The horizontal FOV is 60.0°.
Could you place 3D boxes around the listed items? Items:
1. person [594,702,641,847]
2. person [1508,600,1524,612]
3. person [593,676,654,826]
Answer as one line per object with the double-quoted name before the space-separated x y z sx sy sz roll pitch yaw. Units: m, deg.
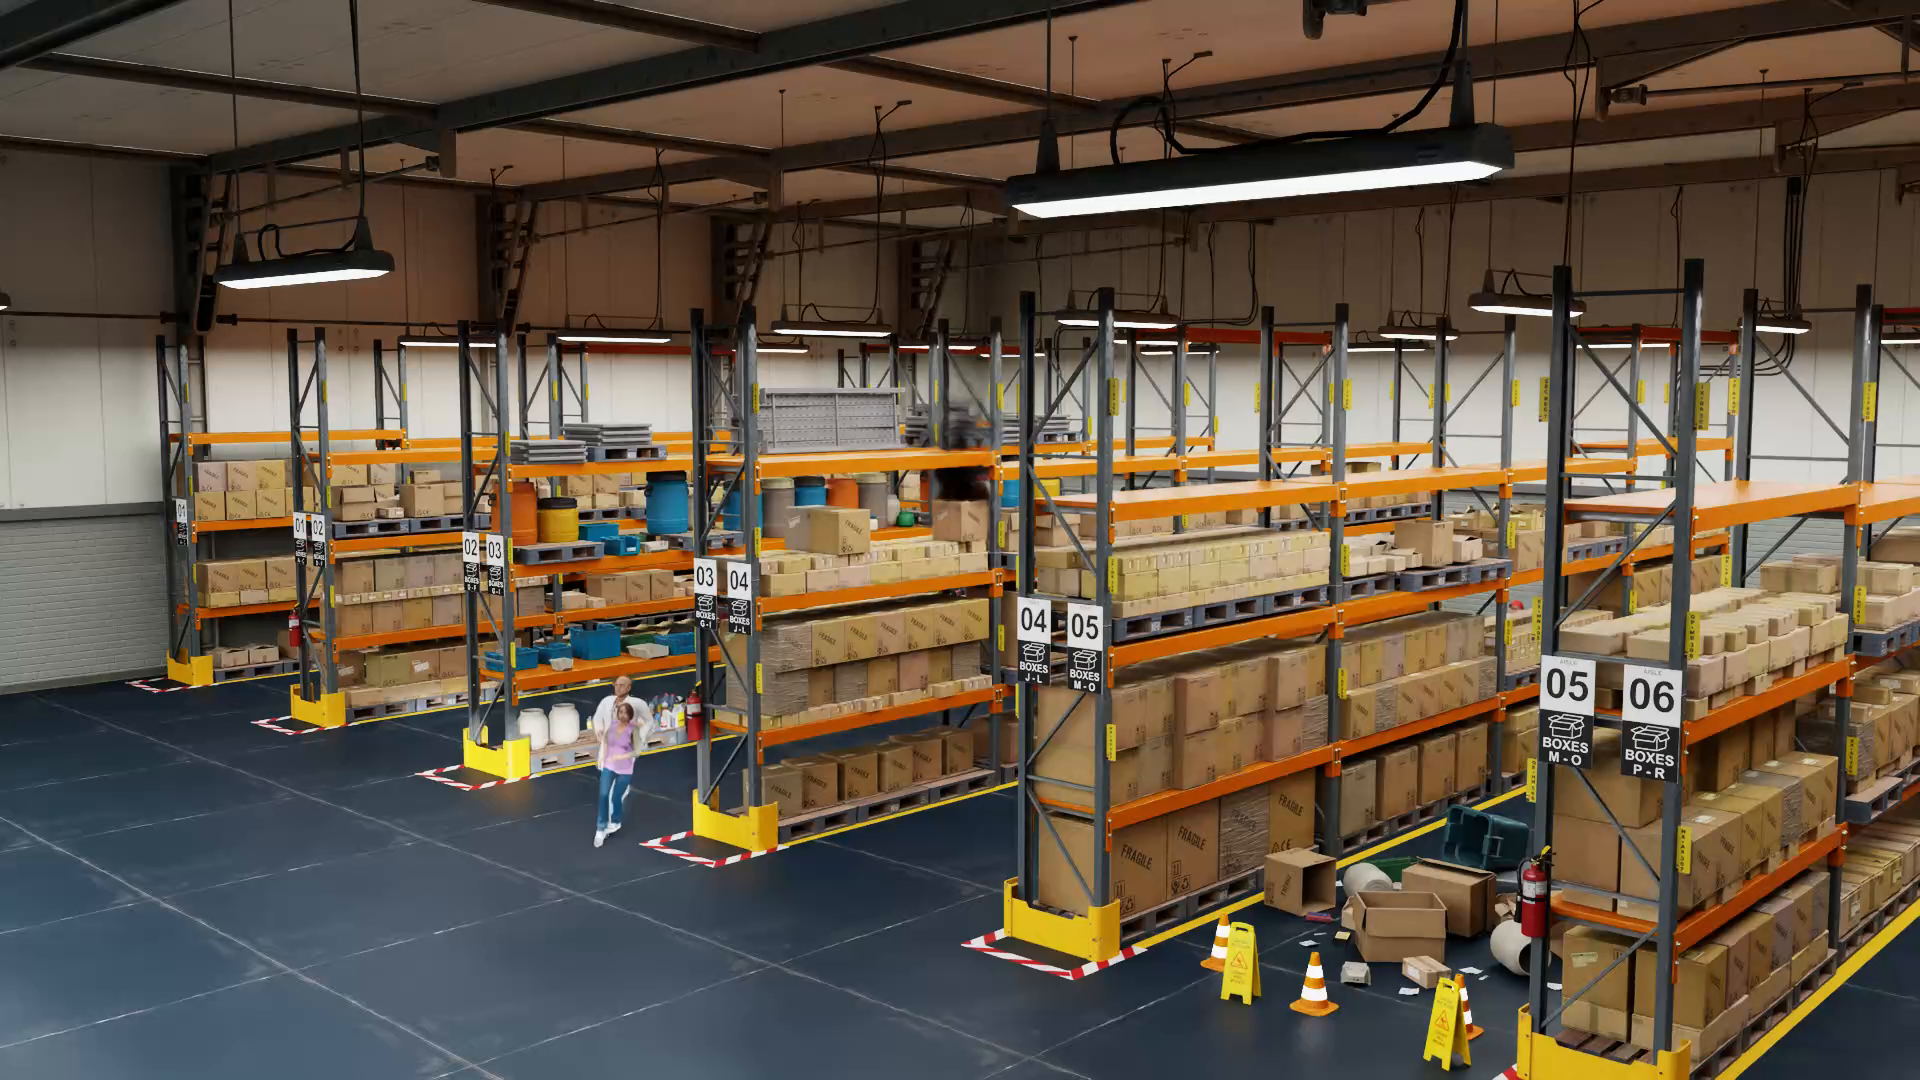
"person" -3.841 2.611 18.770 0.530 1.571 0.665 0 5 5
"person" 8.809 1.812 26.223 0.817 1.735 0.688 -5 7 -42
"person" -3.971 2.479 19.469 0.729 1.779 0.883 1 6 14
